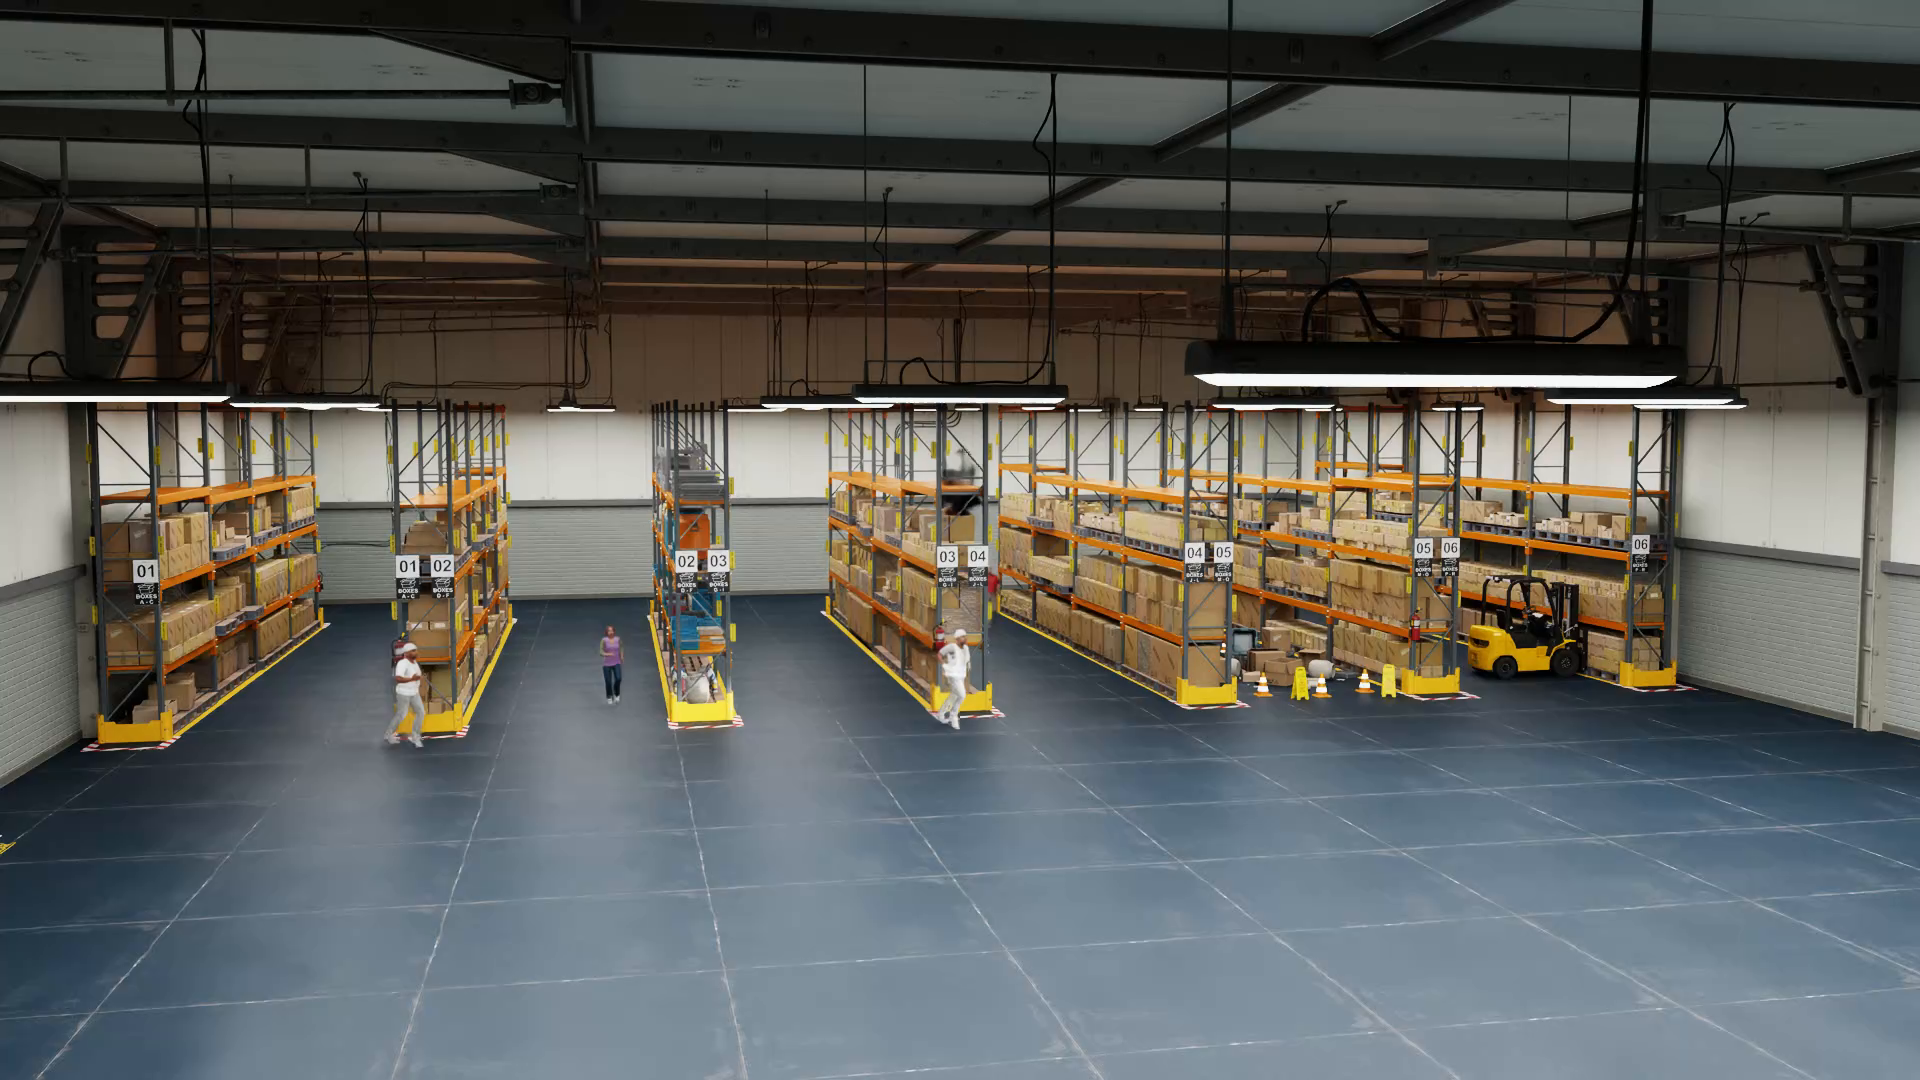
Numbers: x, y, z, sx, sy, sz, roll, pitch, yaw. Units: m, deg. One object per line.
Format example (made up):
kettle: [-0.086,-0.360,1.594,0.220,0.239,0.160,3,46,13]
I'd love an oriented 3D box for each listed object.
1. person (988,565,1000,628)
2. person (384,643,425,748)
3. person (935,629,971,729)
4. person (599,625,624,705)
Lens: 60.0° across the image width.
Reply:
person: [0.775,1.518,44.669,0.660,1.674,0.604,-1,4,-13]
person: [-9.530,2.691,28.695,0.764,1.834,0.697,1,4,15]
person: [-0.095,2.544,30.649,0.685,1.813,0.674,3,5,33]
person: [-6.820,2.462,32.627,0.510,1.578,0.644,-2,5,-19]
